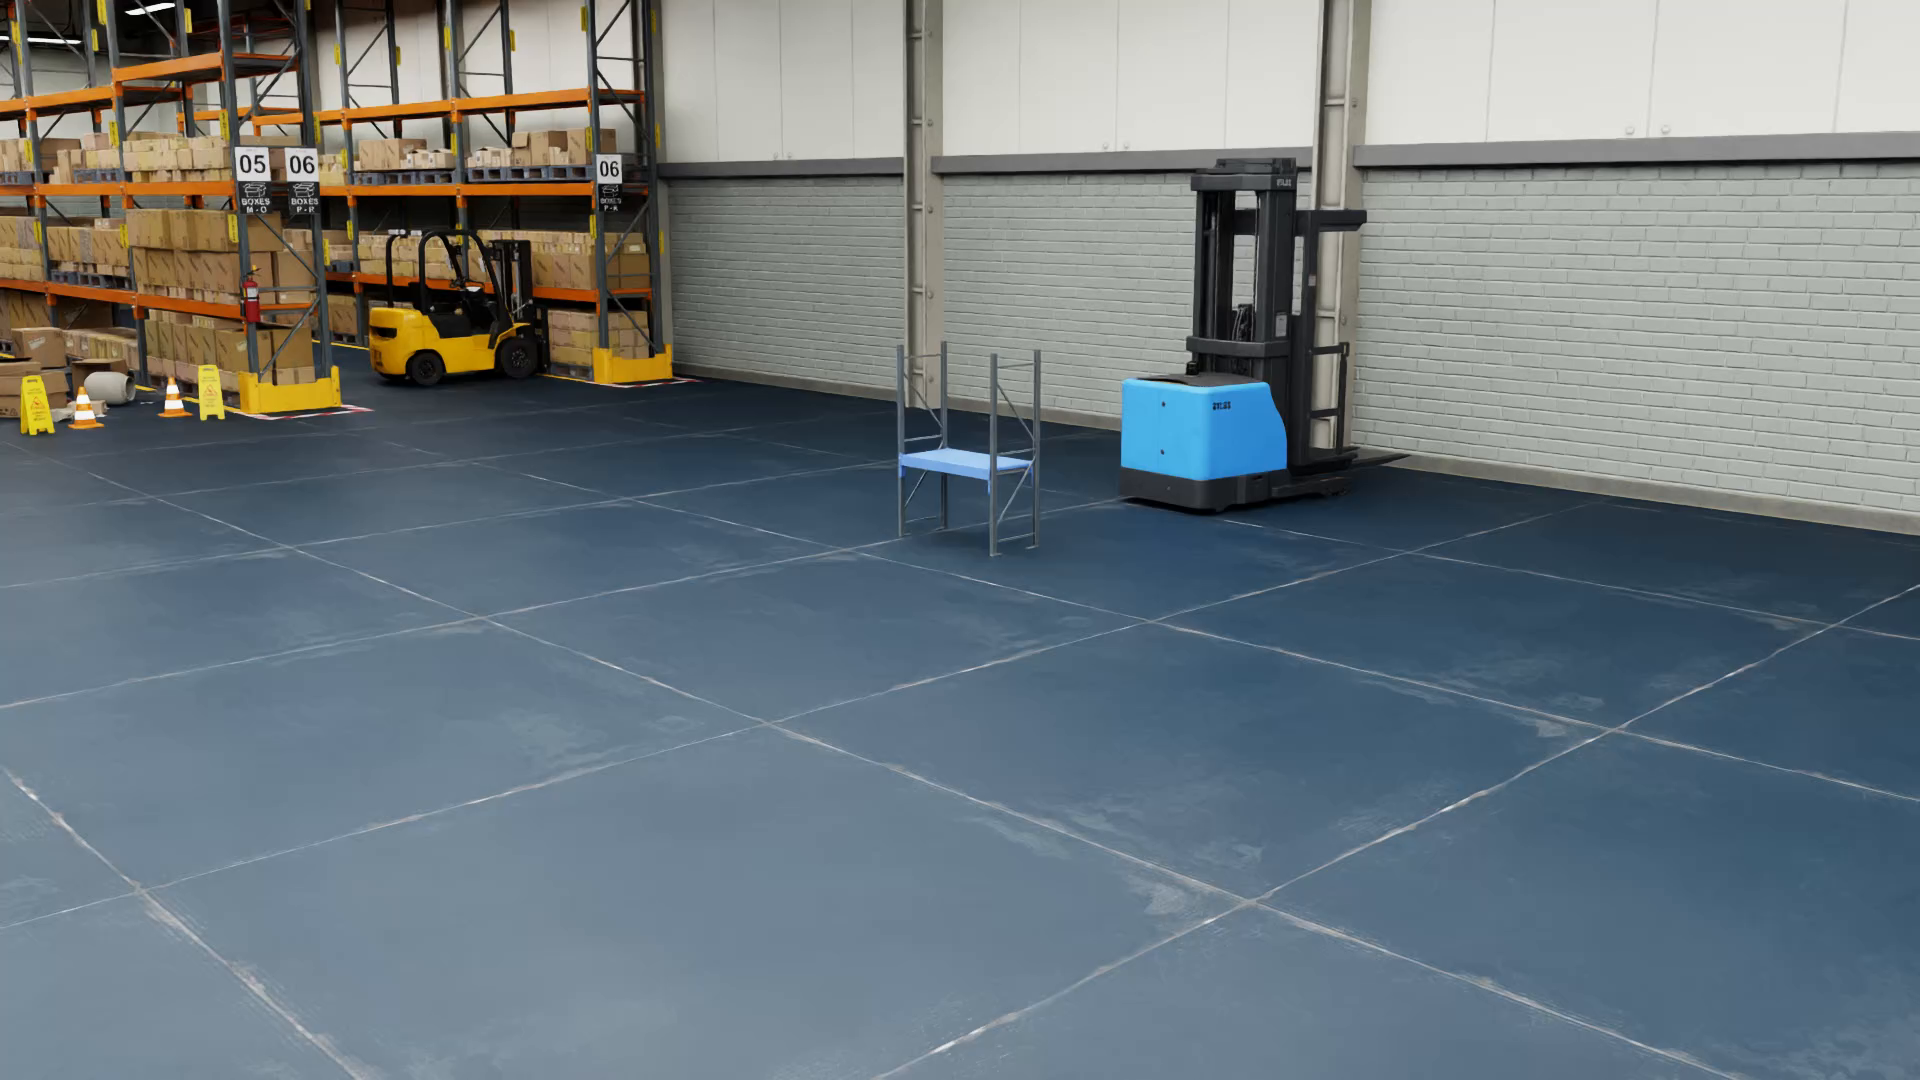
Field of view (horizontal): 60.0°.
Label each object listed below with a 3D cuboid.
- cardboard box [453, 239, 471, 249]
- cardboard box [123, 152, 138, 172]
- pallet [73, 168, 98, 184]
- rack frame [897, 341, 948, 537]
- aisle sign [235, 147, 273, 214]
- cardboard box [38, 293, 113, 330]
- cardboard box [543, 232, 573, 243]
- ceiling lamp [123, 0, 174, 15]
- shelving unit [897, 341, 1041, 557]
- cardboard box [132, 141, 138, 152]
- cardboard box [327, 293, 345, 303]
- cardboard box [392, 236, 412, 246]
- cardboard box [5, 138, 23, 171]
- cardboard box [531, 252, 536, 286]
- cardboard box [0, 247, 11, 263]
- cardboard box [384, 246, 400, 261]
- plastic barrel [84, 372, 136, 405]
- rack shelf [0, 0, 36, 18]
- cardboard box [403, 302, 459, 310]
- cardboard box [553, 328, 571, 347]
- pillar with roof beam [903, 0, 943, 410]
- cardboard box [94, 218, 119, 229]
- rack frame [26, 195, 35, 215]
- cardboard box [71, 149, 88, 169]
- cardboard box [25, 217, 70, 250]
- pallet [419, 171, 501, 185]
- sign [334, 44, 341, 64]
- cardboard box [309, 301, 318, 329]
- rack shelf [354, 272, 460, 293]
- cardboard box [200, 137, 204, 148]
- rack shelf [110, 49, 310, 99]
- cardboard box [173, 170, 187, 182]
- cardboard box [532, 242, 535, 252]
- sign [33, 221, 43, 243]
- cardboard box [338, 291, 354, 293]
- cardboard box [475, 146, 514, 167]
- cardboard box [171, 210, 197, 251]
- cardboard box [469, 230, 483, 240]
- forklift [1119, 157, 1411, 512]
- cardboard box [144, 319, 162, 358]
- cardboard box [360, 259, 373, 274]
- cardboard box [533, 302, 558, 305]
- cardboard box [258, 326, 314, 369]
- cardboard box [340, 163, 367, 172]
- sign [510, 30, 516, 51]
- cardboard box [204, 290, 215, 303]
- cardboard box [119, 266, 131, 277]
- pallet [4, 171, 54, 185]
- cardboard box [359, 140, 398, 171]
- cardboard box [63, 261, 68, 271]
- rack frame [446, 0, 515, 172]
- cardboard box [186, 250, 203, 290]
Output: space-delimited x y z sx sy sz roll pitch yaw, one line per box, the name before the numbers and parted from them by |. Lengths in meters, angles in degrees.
cardboard box | -7.924 -4.771 26.779 0.380 0.149 0.250 -10 15 -41
cardboard box | -11.009 -5.132 22.589 0.500 0.250 0.500 -11 16 -44
pallet | -12.182 -5.326 24.361 1.213 0.211 1.003 -11 16 -43
rack frame | -0.292 -0.796 13.060 0.500 1.500 0.032 -11 16 -43
aisle sign | -8.519 -4.333 20.067 0.394 0.787 0.004 -11 16 -43
cardboard box | -14.294 -3.554 26.954 0.875 0.875 0.875 -11 16 -43
cardboard box | -5.936 -4.472 24.592 0.380 0.149 0.250 -10 16 -41
ceiling lamp | -14.062 -10.921 29.155 0.800 3.185 2.000 -11 16 -43
shelving unit | 0.059 -0.722 12.700 0.538 1.500 1.048 -11 16 -43
cardboard box | -10.932 -5.304 22.437 0.380 0.149 0.250 -10 15 -41
cardboard box | -11.497 -4.466 30.702 0.380 0.149 0.250 -11 16 -43
cardboard box | -9.516 -5.107 28.409 0.380 0.149 0.250 -11 16 -42
cardboard box | -14.698 -6.119 26.454 0.500 0.500 0.700 11 16 42
cardboard box | -6.355 -4.109 25.176 0.500 0.500 0.500 -11 16 -42
cardboard box | -15.479 -4.705 27.450 0.500 0.250 0.500 11 16 43
cardboard box | -9.466 -4.890 28.343 0.500 0.250 0.500 11 16 44
plastic barrel | -10.874 -1.938 21.269 0.512 0.421 0.421 -1 12 -4
rack shelf | -15.258 -8.782 26.785 1.077 0.370 4.000 -11 16 -43
cardboard box | -8.947 -3.726 28.408 0.625 0.625 0.875 11 16 43
cardboard box | -5.666 -3.007 24.610 0.500 0.250 0.500 -11 16 -43
pillar with roof beam | -3.564 -5.491 17.265 9.100 9.000 0.400 -11 16 -43
cardboard box | -12.288 -4.582 24.087 0.250 0.149 0.380 11 16 43
rack frame | -16.639 -4.861 29.070 1.000 3.000 0.127 -11 16 -43
cardboard box | -12.803 -5.578 24.862 0.797 0.503 0.637 -11 16 -43
cardboard box | -14.423 -4.855 26.315 0.500 0.500 0.500 11 16 44
pallet | -8.146 -5.888 27.096 1.217 0.209 0.805 11 16 43
sign | -10.675 -8.327 28.515 0.100 0.325 0.005 -11 16 -43
cardboard box | -11.810 -4.206 31.046 0.500 0.500 0.500 11 16 43
rack shelf | -8.908 -4.325 28.252 1.077 0.370 4.000 -11 16 -43
cardboard box | -9.277 -4.976 20.843 0.380 0.149 0.250 -11 16 -42
rack shelf | -9.733 -5.985 21.454 1.077 0.370 4.000 -11 16 -43
cardboard box | -9.894 -4.686 21.414 0.380 0.149 0.250 -11 16 -43
cardboard box | -6.218 -4.413 25.040 0.380 0.149 0.250 -11 16 -43
sign | -14.276 -4.766 25.742 0.100 0.325 0.005 -11 16 -43
cardboard box | -11.512 -4.614 31.421 0.250 0.149 0.380 11 16 43
cardboard box | -7.129 -5.910 25.663 0.500 0.311 0.500 -10 16 -41
cardboard box | -9.634 -3.973 21.298 0.700 0.500 0.500 -11 16 -43
cardboard box | -7.522 -4.810 26.231 0.380 0.149 0.250 -10 16 -41
forklift | 2.863 -1.886 14.802 3.031 2.935 1.130 -9 15 -37
cardboard box | -10.902 -2.796 22.962 0.500 0.500 0.500 -10 15 -40
cardboard box | -10.160 -4.797 29.132 0.500 0.250 0.500 -11 16 -42
cardboard box | -6.687 -3.617 26.331 0.500 0.250 0.500 -11 16 -43
cardboard box | -8.726 -2.495 21.504 0.500 0.500 0.500 11 16 43
cardboard box | -10.708 -6.578 29.357 0.380 0.149 0.250 -10 16 -41
sign | -7.109 -7.932 26.405 0.100 0.325 0.005 -11 16 -43
cardboard box | -9.382 -3.106 21.178 0.380 0.149 0.250 -11 16 -42
cardboard box | -11.669 -3.812 23.564 0.380 0.149 0.250 -11 16 -42
pallet | -14.360 -5.740 26.373 1.213 0.211 1.003 -10 15 -40
cardboard box | -9.965 -6.602 28.553 0.500 0.500 0.500 -11 16 -42
cardboard box | -13.460 -4.194 25.416 0.250 0.149 0.380 10 16 41
rack frame | -7.527 -7.324 26.158 1.000 3.000 0.127 -11 16 -43
cardboard box | -9.612 -3.492 21.442 0.500 0.500 0.500 -11 16 -43
